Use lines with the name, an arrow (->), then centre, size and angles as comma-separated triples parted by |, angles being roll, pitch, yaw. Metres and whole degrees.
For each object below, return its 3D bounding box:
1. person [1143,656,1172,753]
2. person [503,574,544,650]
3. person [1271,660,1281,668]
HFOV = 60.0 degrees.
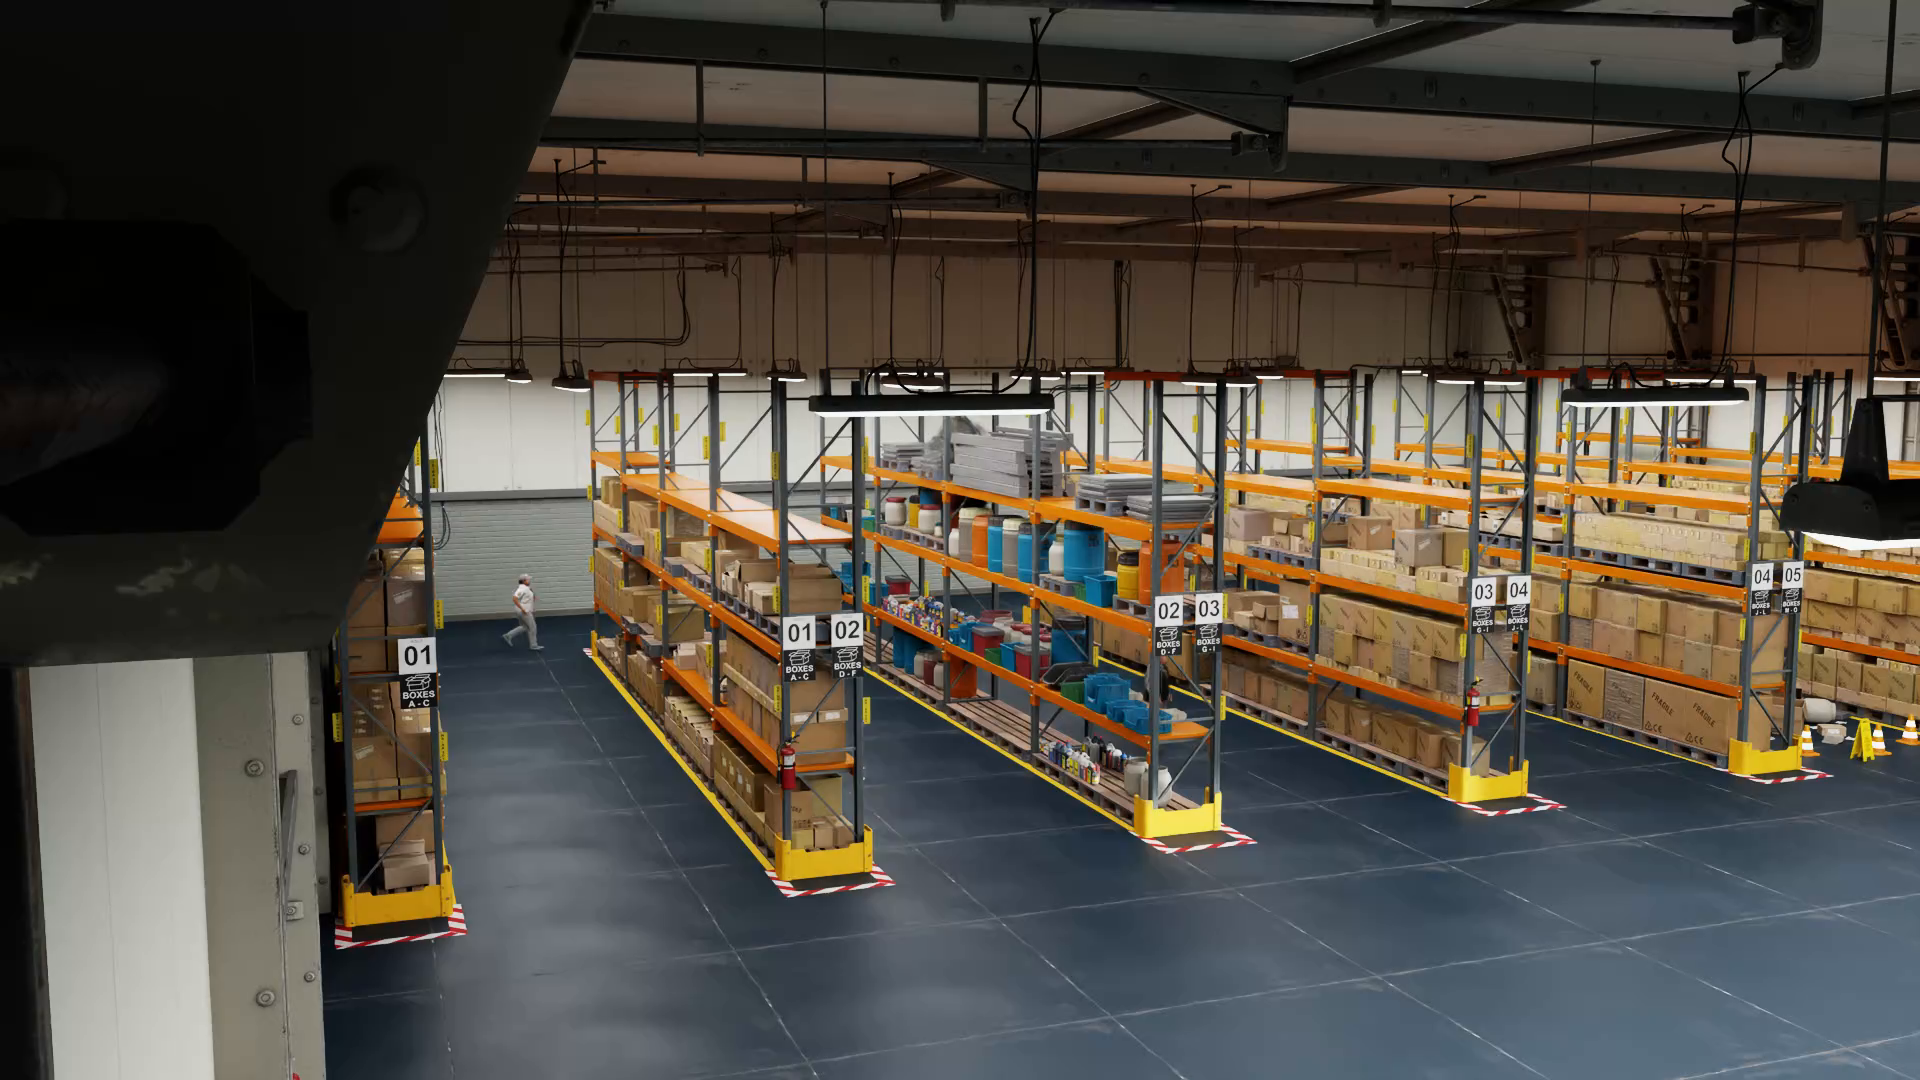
person -> 3.062, 2.549, 26.592 | 0.580, 1.674, 0.652 | 5, 8, 37
person -> -9.358, 1.538, 35.557 | 0.848, 1.644, 0.601 | -2, 7, -15
person -> 6.432, 1.889, 32.911 | 0.493, 1.531, 0.754 | -1, 7, -13
